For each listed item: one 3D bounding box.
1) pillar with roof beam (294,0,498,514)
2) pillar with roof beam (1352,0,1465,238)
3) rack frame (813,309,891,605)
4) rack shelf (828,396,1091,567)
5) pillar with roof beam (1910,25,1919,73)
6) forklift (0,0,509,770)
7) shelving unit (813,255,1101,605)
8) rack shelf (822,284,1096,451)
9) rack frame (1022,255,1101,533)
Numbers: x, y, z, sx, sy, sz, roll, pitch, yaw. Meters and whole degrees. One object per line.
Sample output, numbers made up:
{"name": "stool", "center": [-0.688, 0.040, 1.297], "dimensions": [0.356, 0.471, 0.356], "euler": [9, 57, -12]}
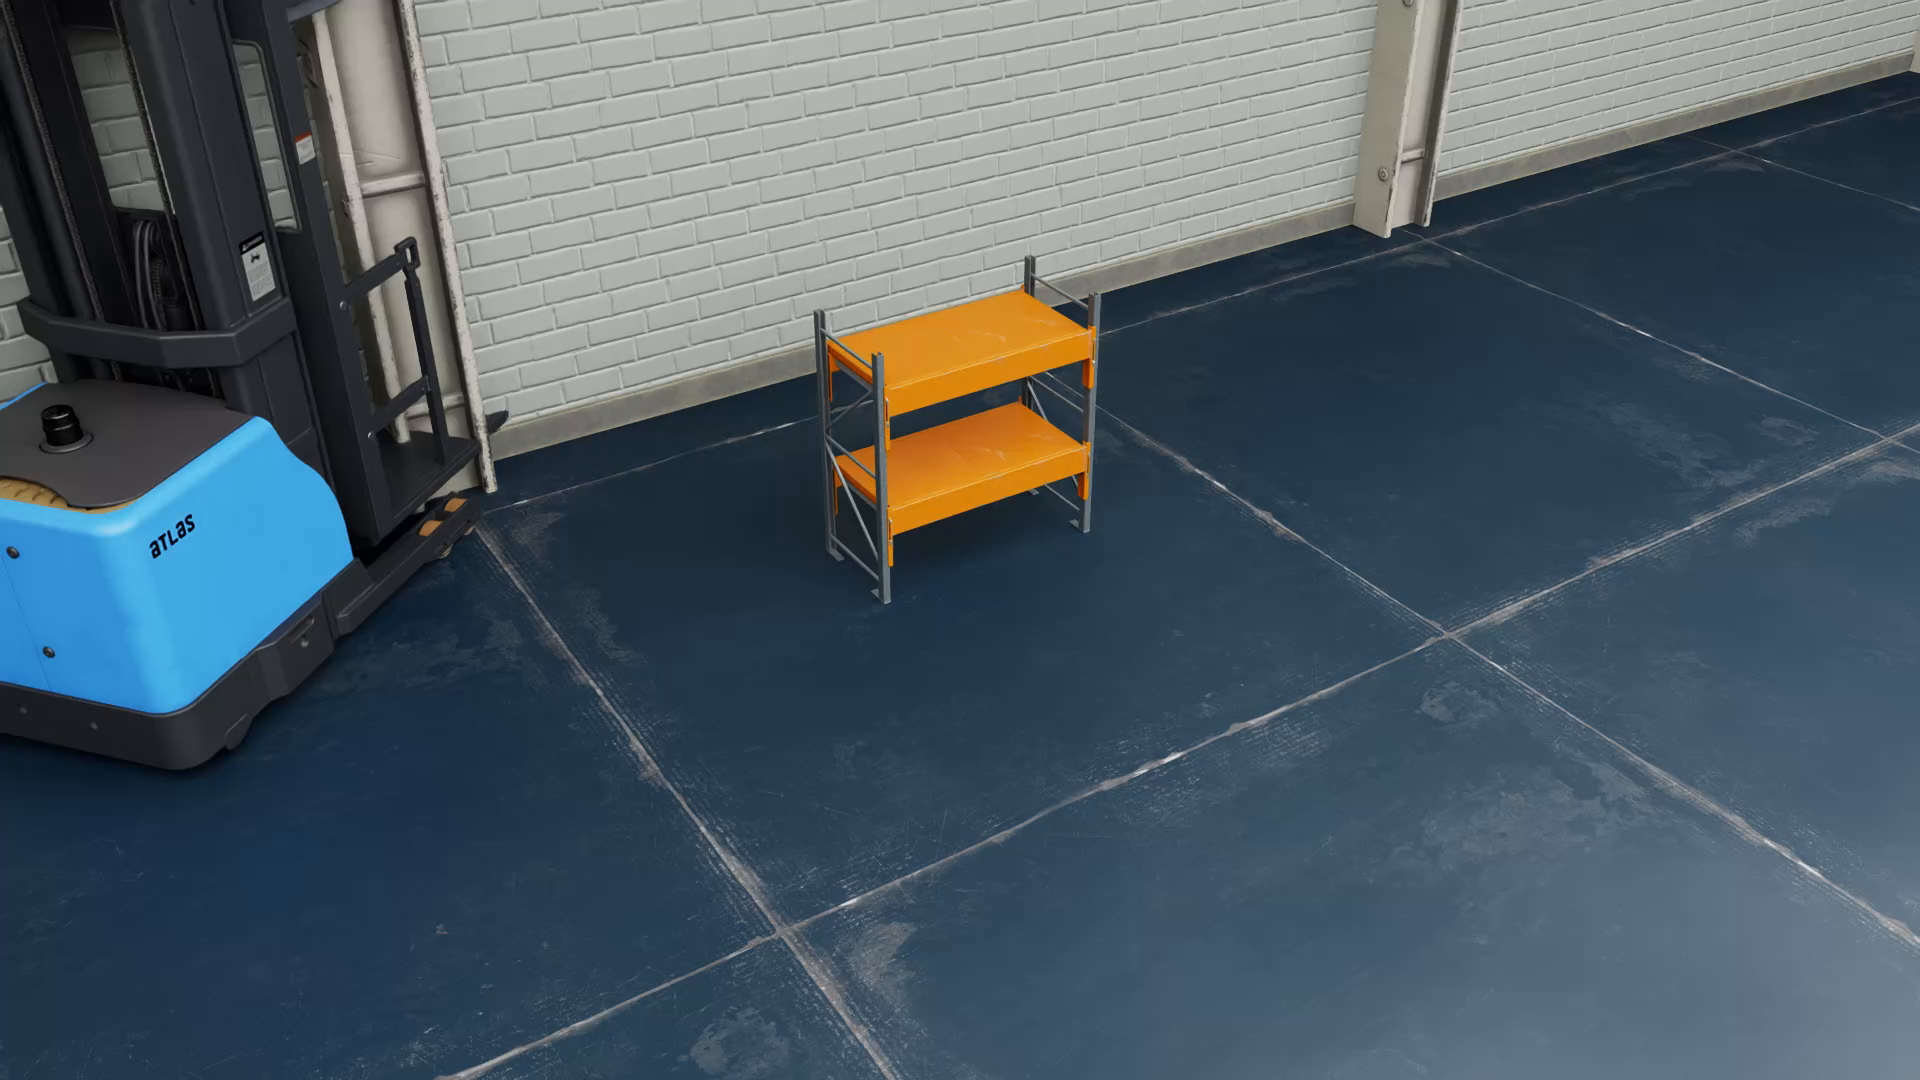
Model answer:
{"name": "pillar with roof beam", "center": [-0.031, -2.115, 2.169], "dimensions": [0.400, 9.000, 9.100], "euler": [-19, 37, -27]}
{"name": "pillar with roof beam", "center": [5.012, -3.850, 4.918], "dimensions": [0.400, 9.000, 9.100], "euler": [-19, 37, -27]}
{"name": "rack frame", "center": [-0.433, -0.327, 6.714], "dimensions": [0.032, 1.125, 0.500], "euler": [-19, 37, -27]}
{"name": "rack shelf", "center": [-0.006, -0.267, 7.077], "dimensions": [1.000, 0.278, 0.538], "euler": [-19, 37, -27]}
{"name": "pillar with roof beam", "center": [10.055, -5.584, 7.668], "dimensions": [0.400, 9.000, 9.100], "euler": [-19, 37, -27]}
{"name": "forklift", "center": [-2.744, -1.211, 6.422], "dimensions": [1.130, 2.935, 3.031], "euler": [9, 33, 14]}
{"name": "shelving unit", "center": [-0.006, -0.474, 6.947], "dimensions": [1.048, 1.125, 0.538], "euler": [-19, 37, -27]}
{"name": "rack shelf", "center": [-0.006, -0.721, 6.791], "dimensions": [1.000, 0.278, 0.538], "euler": [-19, 37, -27]}
{"name": "rack frame", "center": [0.422, -0.621, 7.180], "dimensions": [0.032, 1.125, 0.500], "euler": [-19, 37, -27]}
